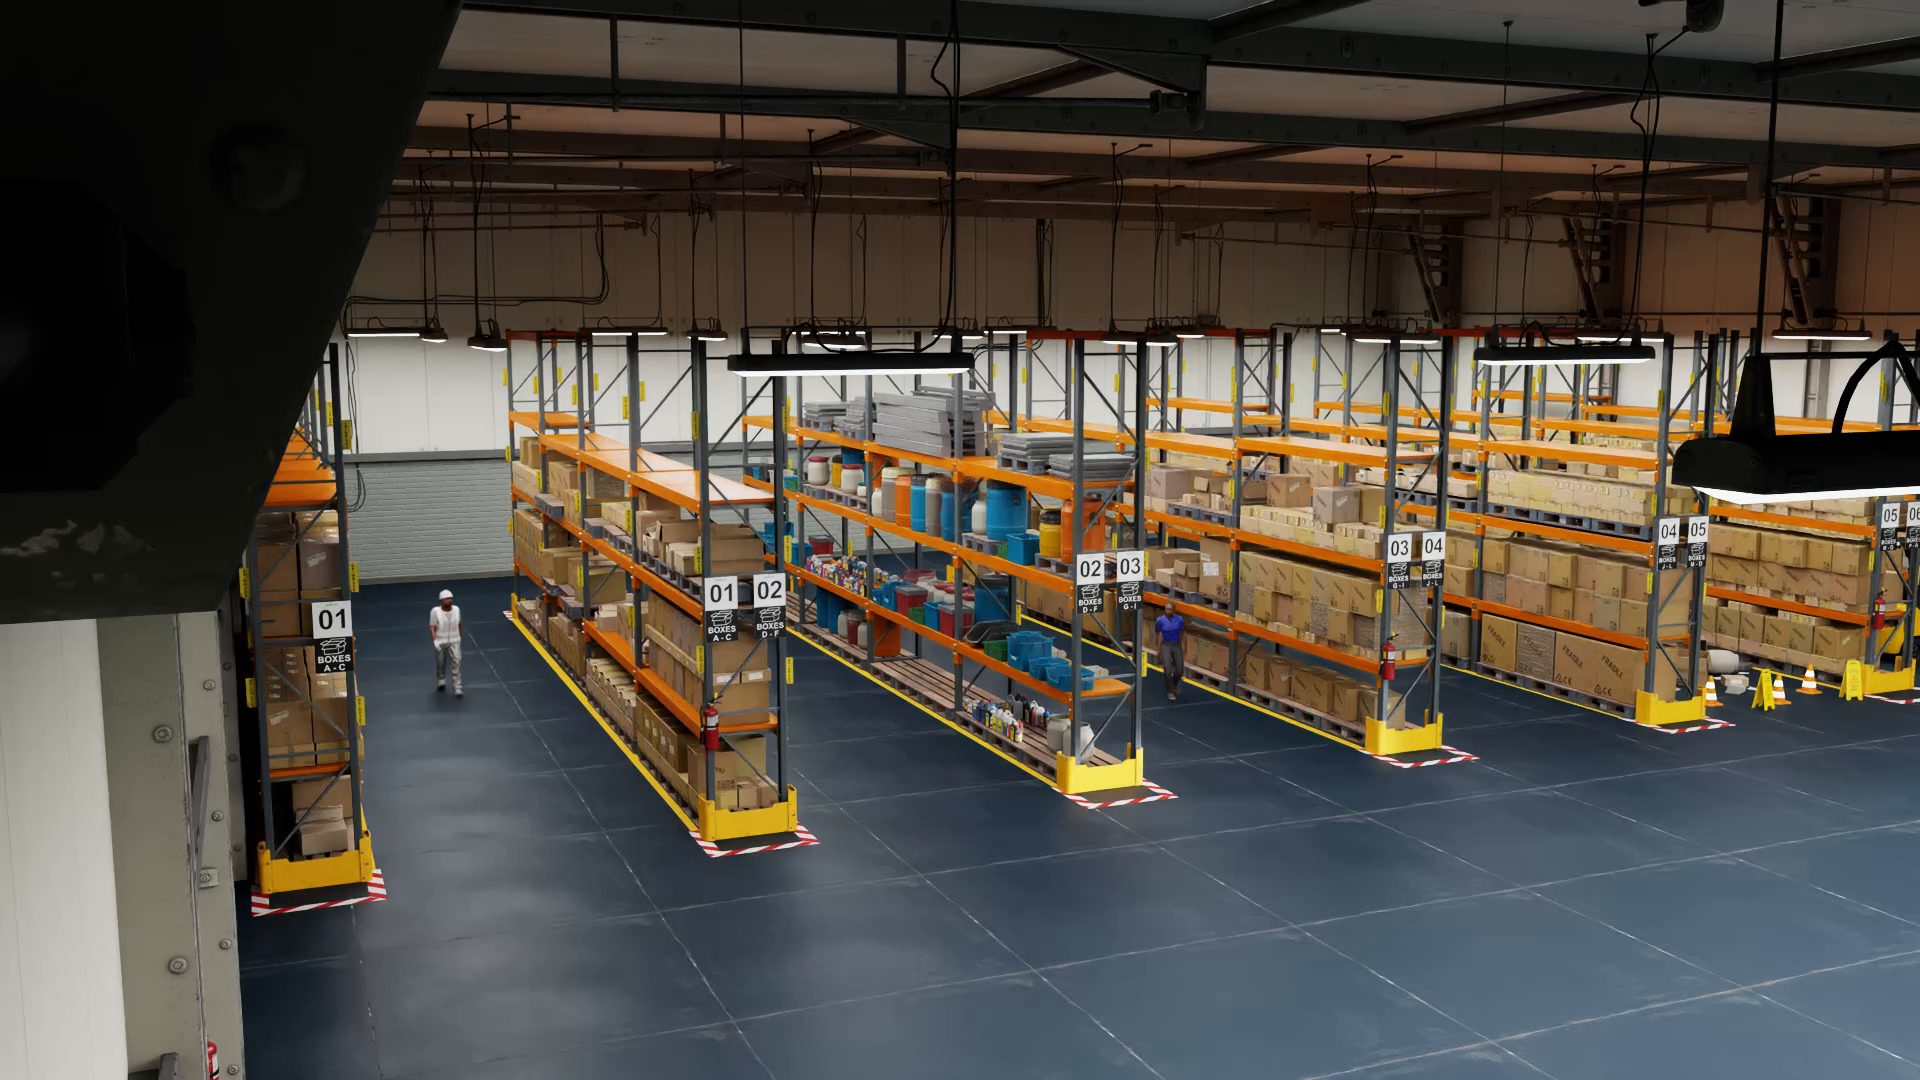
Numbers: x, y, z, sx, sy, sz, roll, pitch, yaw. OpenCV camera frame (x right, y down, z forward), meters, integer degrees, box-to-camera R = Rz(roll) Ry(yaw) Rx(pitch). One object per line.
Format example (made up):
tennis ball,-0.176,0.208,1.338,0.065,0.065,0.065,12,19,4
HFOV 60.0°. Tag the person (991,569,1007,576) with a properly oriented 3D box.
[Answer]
person,0.760,1.201,31.818,0.482,1.579,1.030,-3,8,-22

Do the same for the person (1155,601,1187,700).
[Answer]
person,3.475,1.797,27.493,0.522,1.640,0.469,-1,8,-5

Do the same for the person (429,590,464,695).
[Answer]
person,-8.565,1.698,27.759,0.546,1.727,1.094,-4,9,-25
